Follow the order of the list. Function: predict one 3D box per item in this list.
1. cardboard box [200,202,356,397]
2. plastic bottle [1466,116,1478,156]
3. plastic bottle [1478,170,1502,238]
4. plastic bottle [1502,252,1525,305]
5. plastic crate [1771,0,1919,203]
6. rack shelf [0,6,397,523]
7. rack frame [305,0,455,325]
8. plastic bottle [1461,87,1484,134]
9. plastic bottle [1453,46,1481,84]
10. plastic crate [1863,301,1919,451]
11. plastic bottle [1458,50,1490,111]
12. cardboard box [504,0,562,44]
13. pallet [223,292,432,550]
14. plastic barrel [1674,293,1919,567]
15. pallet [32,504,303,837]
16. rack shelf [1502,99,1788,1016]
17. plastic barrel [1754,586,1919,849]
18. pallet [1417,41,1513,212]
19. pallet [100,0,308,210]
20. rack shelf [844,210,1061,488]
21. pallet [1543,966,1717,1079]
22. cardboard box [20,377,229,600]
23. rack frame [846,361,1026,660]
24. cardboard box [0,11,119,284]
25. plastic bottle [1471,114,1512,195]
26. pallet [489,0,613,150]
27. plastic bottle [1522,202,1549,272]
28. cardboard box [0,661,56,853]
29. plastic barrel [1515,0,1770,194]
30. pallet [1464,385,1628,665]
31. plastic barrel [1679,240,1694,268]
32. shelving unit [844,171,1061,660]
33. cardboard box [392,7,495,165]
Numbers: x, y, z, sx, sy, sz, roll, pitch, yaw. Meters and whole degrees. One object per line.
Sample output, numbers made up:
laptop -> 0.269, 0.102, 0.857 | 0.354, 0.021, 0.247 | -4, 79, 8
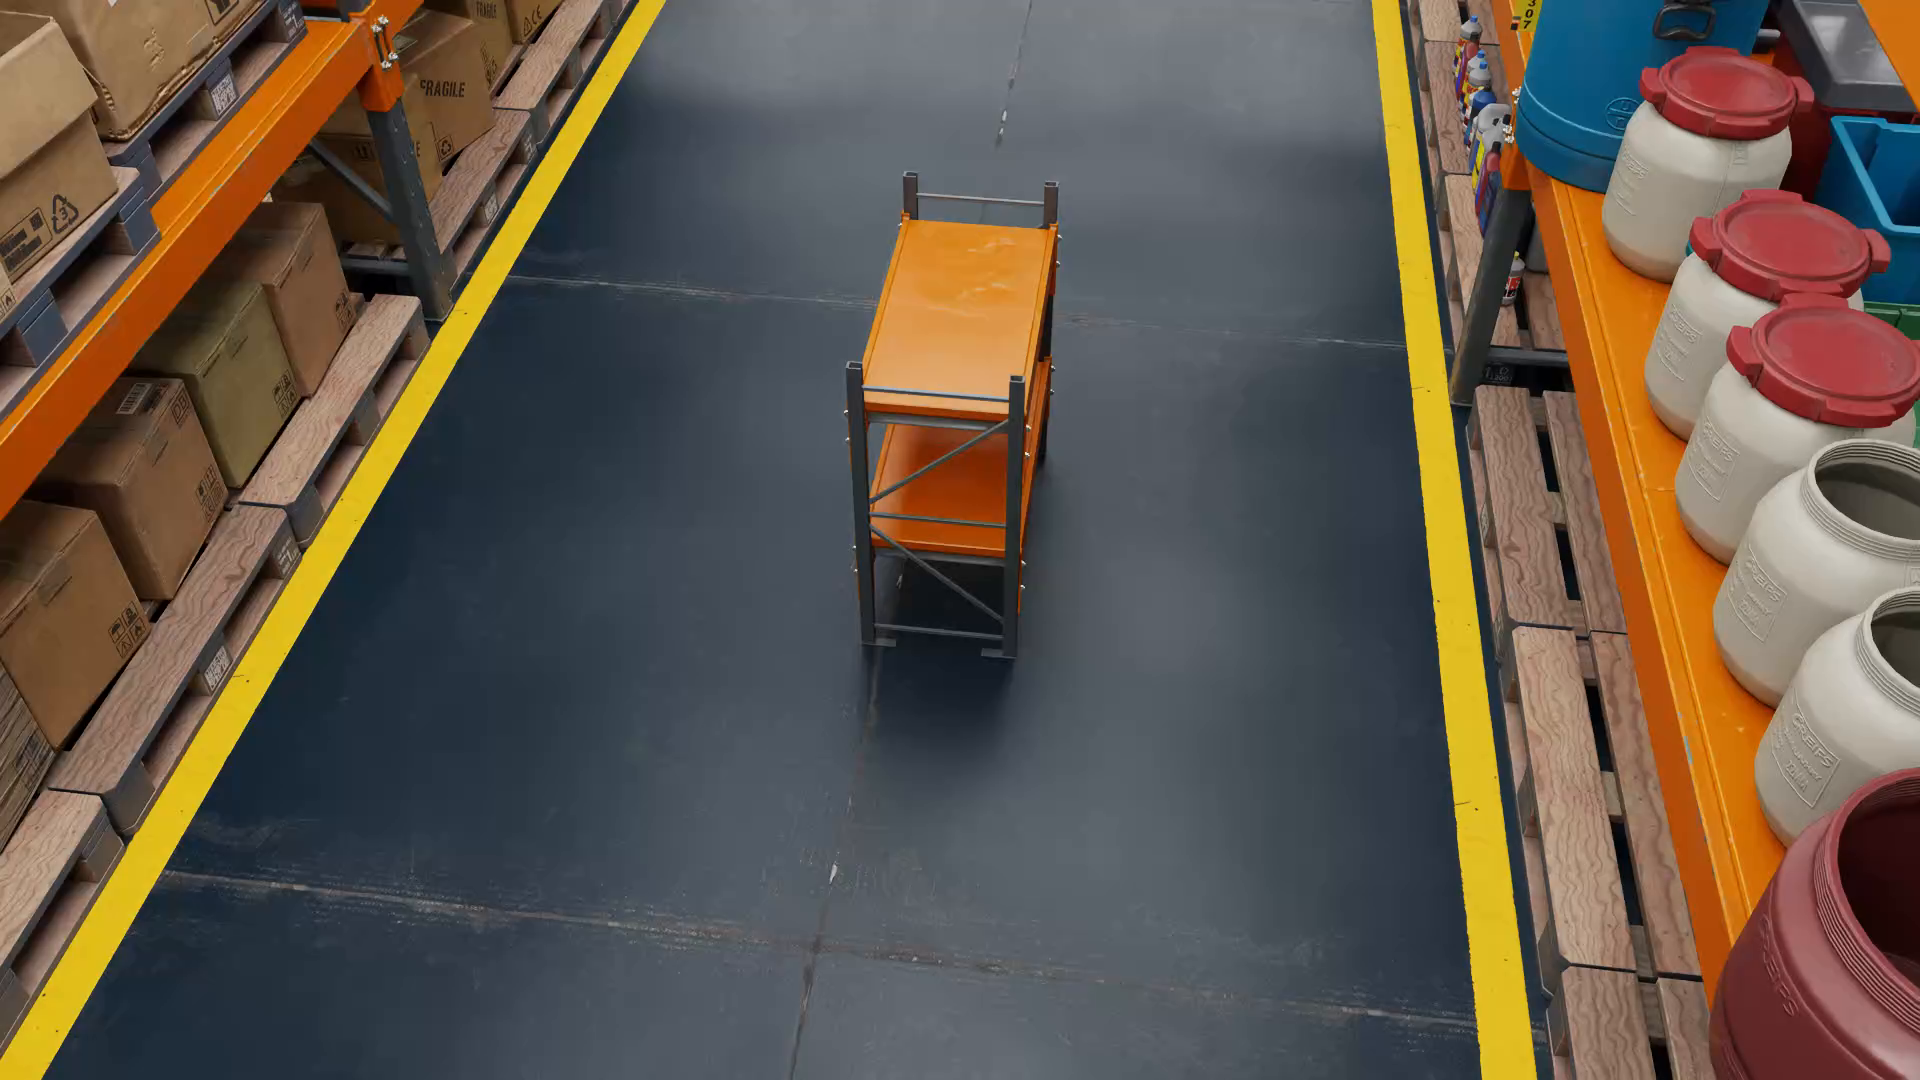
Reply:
cardboard box -> -2.657, -0.875, 5.991 | 0.700, 0.500, 0.500 | 2, 43, 2
plastic bottle -> 2.236, -1.743, 7.124 | 0.097, 0.201, 0.097 | 0, 43, 0
plastic bottle -> 2.180, -1.383, 6.636 | 0.144, 0.351, 0.185 | 3, 44, 3
plastic bottle -> 2.094, -1.009, 6.349 | 0.097, 0.201, 0.097 | 0, 43, 0
plastic crate -> 2.594, -1.255, 4.847 | 0.402, 0.464, 0.583 | 5, 44, 6
rack shelf -> -2.819, -0.416, 4.531 | 1.077, 0.370, 4.000 | 5, 44, 6
rack frame -> -2.555, -2.040, 5.723 | 1.000, 3.000, 0.127 | 5, 44, 6
plastic bottle -> 2.263, -1.883, 7.272 | 0.097, 0.201, 0.097 | 0, 43, 0
plastic bottle -> 2.321, -2.181, 7.588 | 0.097, 0.201, 0.097 | 0, 43, 0
plastic crate -> 2.404, -0.300, 4.039 | 0.450, 0.188, 0.662 | 5, 44, 6
plastic bottle -> 2.290, -2.044, 7.391 | 0.097, 0.271, 0.097 | 0, 43, 0
cardboard box -> -2.272, -2.751, 7.987 | 0.500, 0.500, 0.500 | 9, 44, 9
pallet -> -2.656, -0.497, 6.121 | 1.003, 0.211, 1.213 | 5, 44, 6
plastic barrel -> 1.857, -0.212, 3.693 | 0.433, 0.535, 0.433 | 0, 43, 0
pallet -> -2.815, 0.337, 5.240 | 1.003, 0.211, 1.213 | 5, 44, 6
rack shelf -> 2.090, 0.035, 4.055 | 1.077, 0.370, 4.000 | 5, 44, 6
plastic barrel -> 1.750, 0.375, 3.091 | 0.421, 0.512, 0.421 | 0, 43, 0
pallet -> 2.644, -1.865, 7.566 | 1.003, 0.211, 1.213 | 5, 44, 6
pallet -> -2.800, -1.463, 5.253 | 1.003, 0.211, 1.213 | 5, 44, 6
rack shelf -> -0.001, -0.616, 5.157 | 0.538, 0.278, 1.000 | 5, 44, 6
pallet -> 1.967, 1.625, 3.881 | 1.003, 0.211, 1.213 | 5, 44, 6
cardboard box -> -2.813, -0.171, 5.247 | 0.700, 0.500, 0.500 | 2, 43, 2
rack frame -> -0.068, -0.057, 4.992 | 0.500, 1.125, 0.032 | 5, 44, 6
cardboard box -> -2.692, -1.040, 4.286 | 0.797, 0.503, 0.637 | 9, 44, 10
plastic bottle -> 2.222, -1.604, 6.869 | 0.144, 0.351, 0.185 | 5, 44, 5
pallet -> -2.342, -2.322, 8.049 | 1.003, 0.211, 1.213 | 5, 44, 6
plastic bottle -> 2.297, -1.240, 6.484 | 0.144, 0.351, 0.185 | 5, 44, 6
cardboard box -> -2.954, 0.596, 4.436 | 0.700, 0.500, 0.500 | 2, 43, 2
plastic barrel -> 2.003, -1.536, 4.826 | 0.600, 0.901, 0.708 | 5, 44, 6
pallet -> 2.289, -0.038, 5.637 | 1.003, 0.211, 1.213 | 5, 44, 6
plastic barrel -> 2.028, -0.651, 4.357 | 0.301, 0.262, 0.301 | 0, 43, 0
shelving unit -> -0.001, -0.404, 5.358 | 0.538, 1.125, 1.048 | 5, 44, 6
cardboard box -> -2.394, -1.945, 7.135 | 0.500, 0.500, 0.500 | 19, 46, 19
